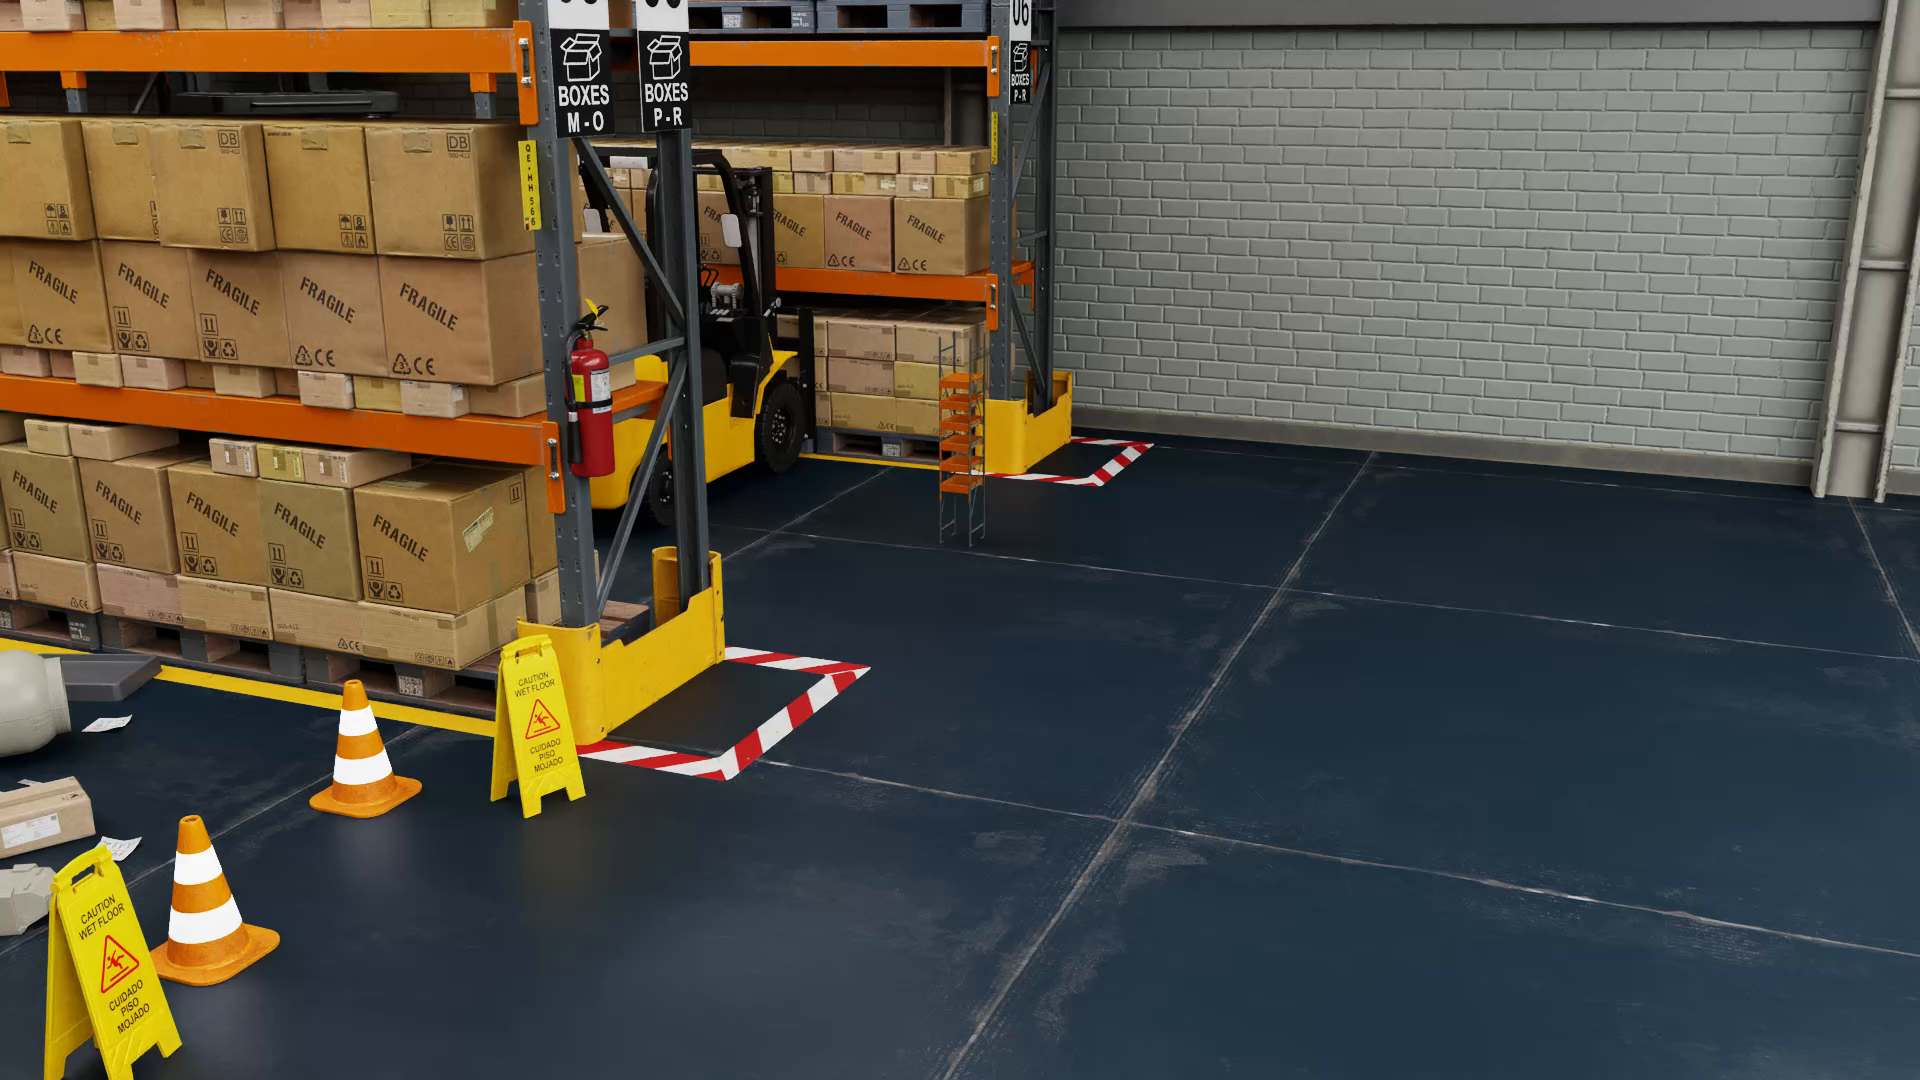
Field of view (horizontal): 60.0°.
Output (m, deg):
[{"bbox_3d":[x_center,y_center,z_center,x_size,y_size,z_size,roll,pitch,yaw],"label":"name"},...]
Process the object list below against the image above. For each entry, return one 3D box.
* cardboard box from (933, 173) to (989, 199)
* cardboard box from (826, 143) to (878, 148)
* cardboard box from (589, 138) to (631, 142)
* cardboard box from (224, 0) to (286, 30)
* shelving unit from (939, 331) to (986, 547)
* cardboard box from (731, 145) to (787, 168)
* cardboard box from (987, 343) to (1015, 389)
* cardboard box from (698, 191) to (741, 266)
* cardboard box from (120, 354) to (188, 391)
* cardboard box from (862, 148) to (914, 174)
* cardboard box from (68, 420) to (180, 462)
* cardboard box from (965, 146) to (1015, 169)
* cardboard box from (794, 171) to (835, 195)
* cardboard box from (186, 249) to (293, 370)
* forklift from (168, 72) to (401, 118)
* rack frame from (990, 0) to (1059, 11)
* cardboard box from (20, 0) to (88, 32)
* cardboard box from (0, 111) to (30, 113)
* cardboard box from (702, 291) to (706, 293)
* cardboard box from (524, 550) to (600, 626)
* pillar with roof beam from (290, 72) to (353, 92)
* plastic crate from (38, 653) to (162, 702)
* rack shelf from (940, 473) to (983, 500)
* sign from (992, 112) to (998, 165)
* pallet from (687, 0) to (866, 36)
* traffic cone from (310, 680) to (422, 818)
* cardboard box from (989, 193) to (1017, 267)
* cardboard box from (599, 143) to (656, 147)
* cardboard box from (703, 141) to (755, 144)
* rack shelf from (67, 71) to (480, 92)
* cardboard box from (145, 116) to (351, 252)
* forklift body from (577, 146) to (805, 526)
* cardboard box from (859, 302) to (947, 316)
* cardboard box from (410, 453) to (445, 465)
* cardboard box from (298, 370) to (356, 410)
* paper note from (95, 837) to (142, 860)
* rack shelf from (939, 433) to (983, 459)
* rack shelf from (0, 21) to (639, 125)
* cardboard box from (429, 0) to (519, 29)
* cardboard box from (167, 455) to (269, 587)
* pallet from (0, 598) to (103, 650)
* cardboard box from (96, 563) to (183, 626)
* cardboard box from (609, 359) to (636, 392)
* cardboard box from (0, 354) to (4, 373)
[{"bbox_3d":[0.010,-2.368,11.107,0.250,0.149,0.380,7,17,21],"label":"cardboard box"},{"bbox_3d":[-0.760,-2.746,11.877,0.250,0.149,0.380,7,18,22],"label":"cardboard box"},{"bbox_3d":[-2.660,-2.966,12.635,0.250,0.149,0.380,6,17,19],"label":"cardboard box"},{"bbox_3d":[-2.756,-2.151,6.773,0.250,0.149,0.380,6,17,20],"label":"cardboard box"},{"bbox_3d":[0.013,-0.575,9.501,0.189,1.200,0.258,6,17,21],"label":"shelving unit"},{"bbox_3d":[-1.405,-2.685,11.667,0.250,0.149,0.380,7,17,21],"label":"cardboard box"},{"bbox_3d":[0.074,-1.269,11.946,0.500,0.250,0.500,7,17,22],"label":"cardboard box"},{"bbox_3d":[-1.547,-2.232,11.803,0.500,0.500,0.500,6,17,21],"label":"cardboard box"},{"bbox_3d":[-3.497,-0.779,7.428,0.250,0.149,0.380,6,17,20],"label":"cardboard box"},{"bbox_3d":[-0.470,-2.567,11.259,0.250,0.149,0.380,7,17,22],"label":"cardboard box"},{"bbox_3d":[-3.829,-0.482,7.625,0.250,0.149,0.380,7,18,24],"label":"cardboard box"},{"bbox_3d":[0.201,-2.638,11.503,0.250,0.149,0.380,6,17,20],"label":"cardboard box"},{"bbox_3d":[-0.950,-2.472,11.466,0.250,0.149,0.380,6,17,19],"label":"cardboard box"},{"bbox_3d":[-2.917,-1.037,7.154,0.500,0.500,0.500,6,17,20],"label":"cardboard box"},{"bbox_3d":[-4.037,-1.675,10.185,1.130,2.935,3.031,-14,21,-40],"label":"forklift"},{"bbox_3d":[0.435,-4.927,10.503,0.127,3.000,1.000,6,17,21],"label":"rack frame"},{"bbox_3d":[-3.737,-2.237,7.069,0.250,0.149,0.380,6,17,20],"label":"cardboard box"},{"bbox_3d":[-4.774,-1.737,7.770,0.500,0.500,0.700,6,17,20],"label":"cardboard box"},{"bbox_3d":[-2.280,-1.768,12.769,0.500,0.250,0.500,6,17,20],"label":"cardboard box"},{"bbox_3d":[-2.032,0.207,7.760,0.500,0.250,0.500,6,17,20],"label":"cardboard box"},{"bbox_3d":[-7.043,-4.729,9.822,0.400,9.000,9.100,6,17,21],"label":"pillar with roof beam"},{"bbox_3d":[-3.944,0.608,7.435,0.583,0.080,0.402,0,16,1],"label":"plastic crate"},{"bbox_3d":[0.013,-0.302,9.581,0.180,0.103,0.258,6,17,21],"label":"rack shelf"},{"bbox_3d":[0.223,-2.576,10.665,0.005,0.325,0.100,6,17,21],"label":"sign"},{"bbox_3d":[-1.352,-3.647,11.635,1.213,0.211,1.003,6,17,21],"label":"pallet"},{"bbox_3d":[-2.256,0.751,6.257,0.334,0.463,0.336,6,17,21],"label":"traffic cone"},{"bbox_3d":[0.076,-2.216,11.748,0.500,0.500,0.500,7,18,22],"label":"cardboard box"},{"bbox_3d":[-2.380,-2.768,11.950,0.250,0.149,0.380,7,17,22],"label":"cardboard box"},{"bbox_3d":[-1.699,-2.864,12.281,0.250,0.149,0.380,6,17,20],"label":"cardboard box"},{"bbox_3d":[-5.147,-3.754,13.136,4.000,0.370,1.077,6,17,21],"label":"rack shelf"},{"bbox_3d":[-2.918,-1.504,6.967,0.500,0.500,0.700,6,17,20],"label":"cardboard box"},{"bbox_3d":[-1.998,-1.359,10.496,1.214,2.155,2.313,6,17,21],"label":"forklift body"},{"bbox_3d":[-0.409,-1.555,12.036,0.500,0.250,0.500,6,17,21],"label":"cardboard box"},{"bbox_3d":[-2.542,-0.208,7.844,0.500,0.500,0.500,6,17,19],"label":"cardboard box"},{"bbox_3d":[-2.567,-0.667,7.043,0.250,0.149,0.380,7,17,22],"label":"cardboard box"},{"bbox_3d":[-2.993,1.088,5.873,0.142,0.019,0.148,0,16,1],"label":"paper note"},{"bbox_3d":[0.013,-0.532,9.514,0.180,0.103,0.258,6,17,21],"label":"rack shelf"},{"bbox_3d":[-3.243,-2.058,7.291,4.000,0.370,1.077,6,17,21],"label":"rack shelf"},{"bbox_3d":[-1.817,-2.042,6.397,0.250,0.149,0.380,6,17,21],"label":"cardboard box"},{"bbox_3d":[-3.177,-0.119,7.539,0.500,0.500,0.500,6,17,19],"label":"cardboard box"},{"bbox_3d":[-4.466,0.232,8.497,1.213,0.211,1.003,6,17,21],"label":"pallet"},{"bbox_3d":[-3.659,0.187,7.827,0.500,0.250,0.500,6,17,20],"label":"cardboard box"},{"bbox_3d":[-1.623,-0.726,7.244,0.250,0.149,0.380,6,17,21],"label":"cardboard box"},{"bbox_3d":[-4.416,-0.899,7.842,0.250,0.149,0.380,6,17,20],"label":"cardboard box"}]
